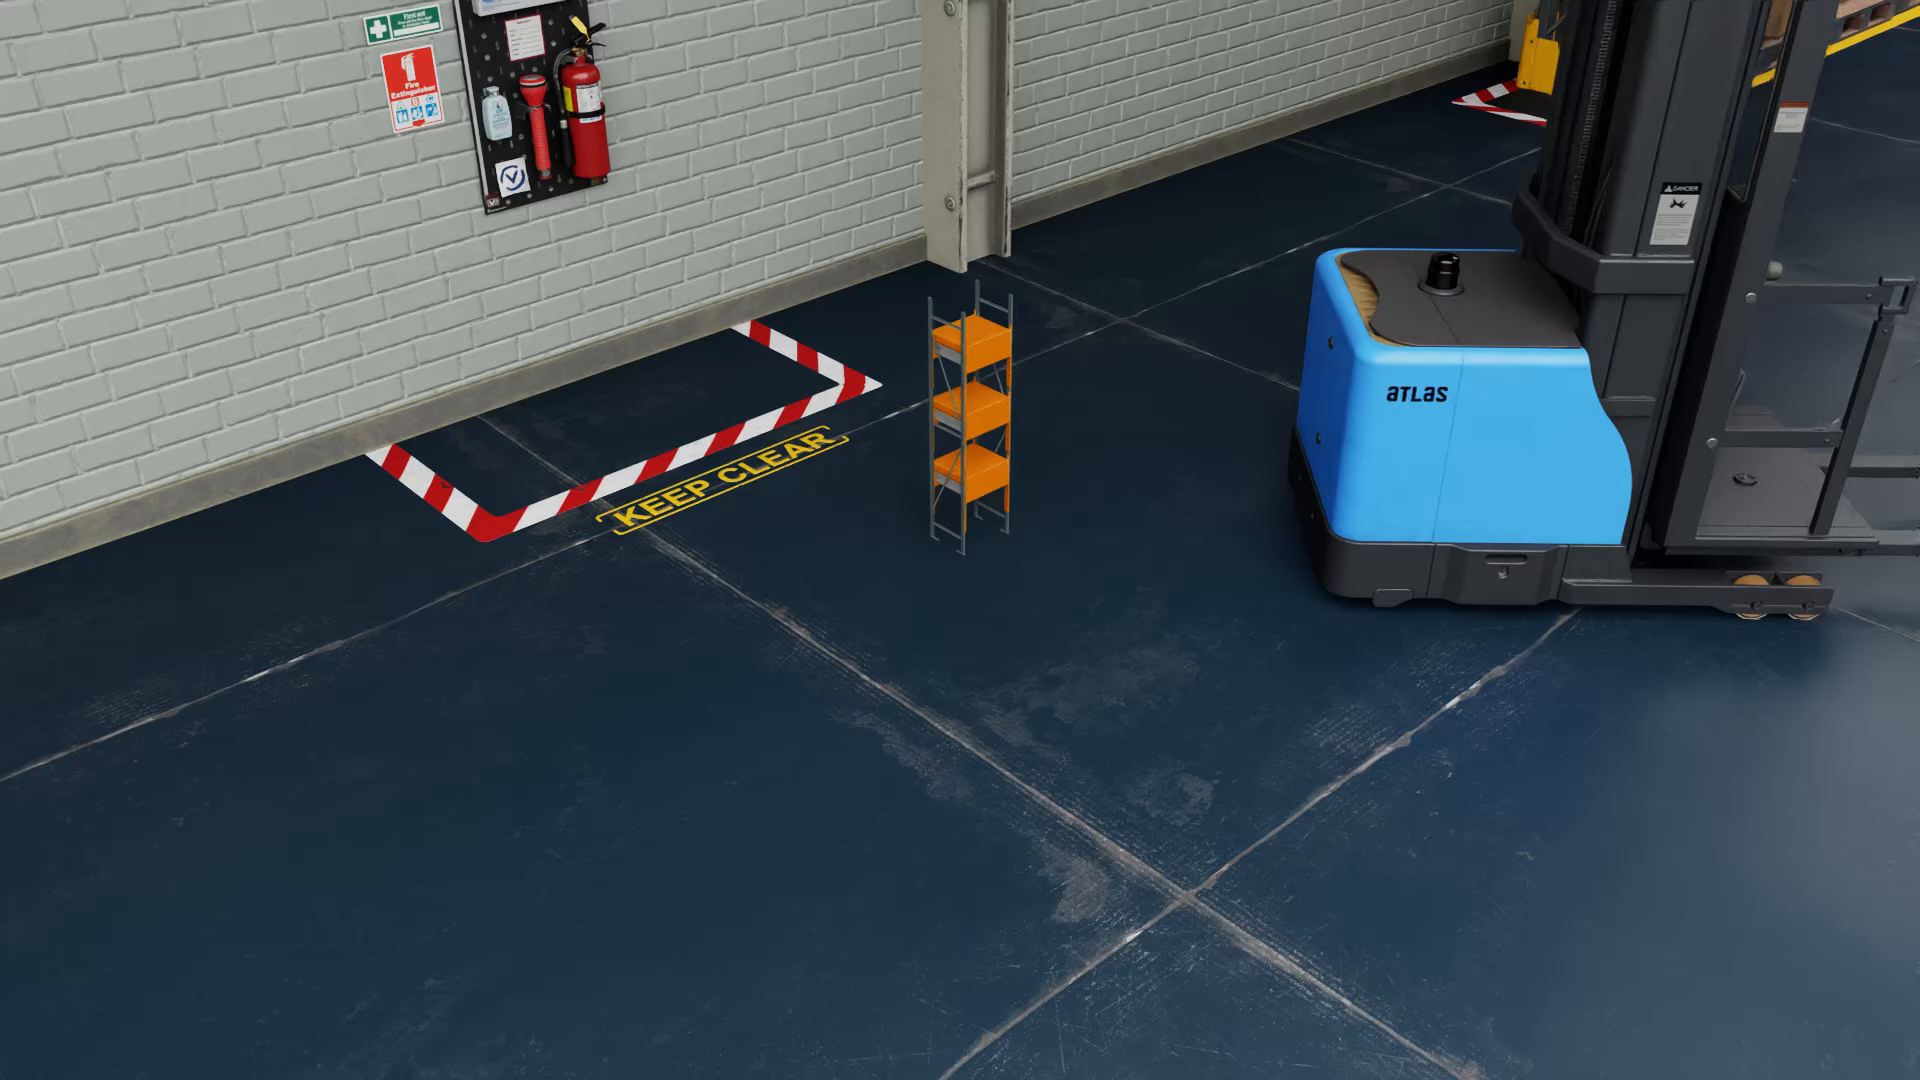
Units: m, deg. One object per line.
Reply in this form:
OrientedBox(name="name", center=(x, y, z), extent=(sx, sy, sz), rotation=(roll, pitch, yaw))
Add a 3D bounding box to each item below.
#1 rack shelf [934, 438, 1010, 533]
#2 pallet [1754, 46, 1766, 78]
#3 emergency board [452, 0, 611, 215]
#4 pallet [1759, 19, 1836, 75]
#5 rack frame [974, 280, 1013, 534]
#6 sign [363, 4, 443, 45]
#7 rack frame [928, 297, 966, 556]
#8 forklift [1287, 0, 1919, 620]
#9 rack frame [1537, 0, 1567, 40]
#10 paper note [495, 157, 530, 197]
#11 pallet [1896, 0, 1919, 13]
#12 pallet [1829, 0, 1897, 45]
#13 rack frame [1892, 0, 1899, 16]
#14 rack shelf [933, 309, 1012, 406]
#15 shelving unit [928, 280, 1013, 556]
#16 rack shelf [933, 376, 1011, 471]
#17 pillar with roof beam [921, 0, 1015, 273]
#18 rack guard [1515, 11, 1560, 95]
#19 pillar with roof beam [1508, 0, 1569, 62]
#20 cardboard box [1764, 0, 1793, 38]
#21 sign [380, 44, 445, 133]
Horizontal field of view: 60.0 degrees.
OrientedBox(name="rack shelf", center=(0.039, -0.221, 6.658), extent=(0.240, 0.259, 0.215), rotation=(-26, 40, -35))
OrientedBox(name="pallet", center=(5.193, -3.537, 12.331), extent=(1.213, 0.211, 1.003), rotation=(-26, 40, -35))
OrientedBox(name="emergency board", center=(-1.795, -2.014, 7.168), extent=(0.643, 1.169, 0.194), rotation=(-26, 40, -35))
OrientedBox(name="pallet", center=(6.087, -3.967, 13.036), extent=(1.213, 0.211, 1.003), rotation=(-26, 40, -35))
OrientedBox(name="rack frame", center=(0.129, -0.510, 6.578), extent=(0.008, 1.050, 0.200), rotation=(-26, 40, -35))
OrientedBox(name="sign", center=(-2.262, -2.097, 6.761), extent=(0.331, 0.109, 0.001), rotation=(-26, 40, -35))
OrientedBox(name="rack frame", center=(-0.050, -0.424, 6.436), extent=(0.008, 1.050, 0.200), rotation=(-26, 40, -35))
OrientedBox(name="forklift", center=(2.897, -1.230, 5.952), extent=(3.031, 2.935, 1.130), rotation=(1, 31, 1))
OrientedBox(name="rack frame", center=(4.517, -4.425, 11.111), extent=(0.127, 3.000, 1.000), rotation=(-26, 40, -35))
OrientedBox(name="paper note", center=(-1.972, -1.602, 7.338), extent=(0.142, 0.148, 0.016), rotation=(-26, 40, -35))
OrientedBox(name="pallet", center=(8.020, -4.931, 14.611), extent=(1.213, 0.211, 1.003), rotation=(-26, 40, -35))
OrientedBox(name="pallet", center=(6.982, -4.402, 13.747), extent=(1.213, 0.211, 1.003), rotation=(-26, 40, -35))
OrientedBox(name="rack frame", center=(7.450, -5.844, 13.431), extent=(0.127, 3.000, 1.000), rotation=(-26, 40, -35))
OrientedBox(name="rack shelf", center=(0.039, -0.700, 6.365), extent=(0.240, 0.259, 0.215), rotation=(-26, 40, -35))
OrientedBox(name="shelving unit", center=(0.039, -0.467, 6.507), extent=(0.252, 1.050, 0.215), rotation=(-26, 40, -35))
OrientedBox(name="rack shelf", center=(0.039, -0.458, 6.513), extent=(0.240, 0.259, 0.215), rotation=(-26, 40, -35))
OrientedBox(name="pillar with roof beam", center=(2.970, -3.788, 4.319), extent=(0.400, 9.000, 9.100), rotation=(-26, 40, -35))
OrientedBox(name="rack guard", center=(4.573, -3.385, 11.807), extent=(0.348, 0.500, 1.175), rotation=(-26, 40, -35))
OrientedBox(name="pillar with roof beam", center=(7.369, -5.917, 7.800), extent=(0.400, 9.000, 9.100), rotation=(-26, 40, -35))
OrientedBox(name="cardboard box", center=(6.076, -4.200, 12.718), extent=(0.700, 0.500, 0.500), rotation=(26, 40, 36))
OrientedBox(name="sign", center=(-2.271, -1.872, 6.902), extent=(0.234, 0.329, 0.001), rotation=(-26, 40, -35))
